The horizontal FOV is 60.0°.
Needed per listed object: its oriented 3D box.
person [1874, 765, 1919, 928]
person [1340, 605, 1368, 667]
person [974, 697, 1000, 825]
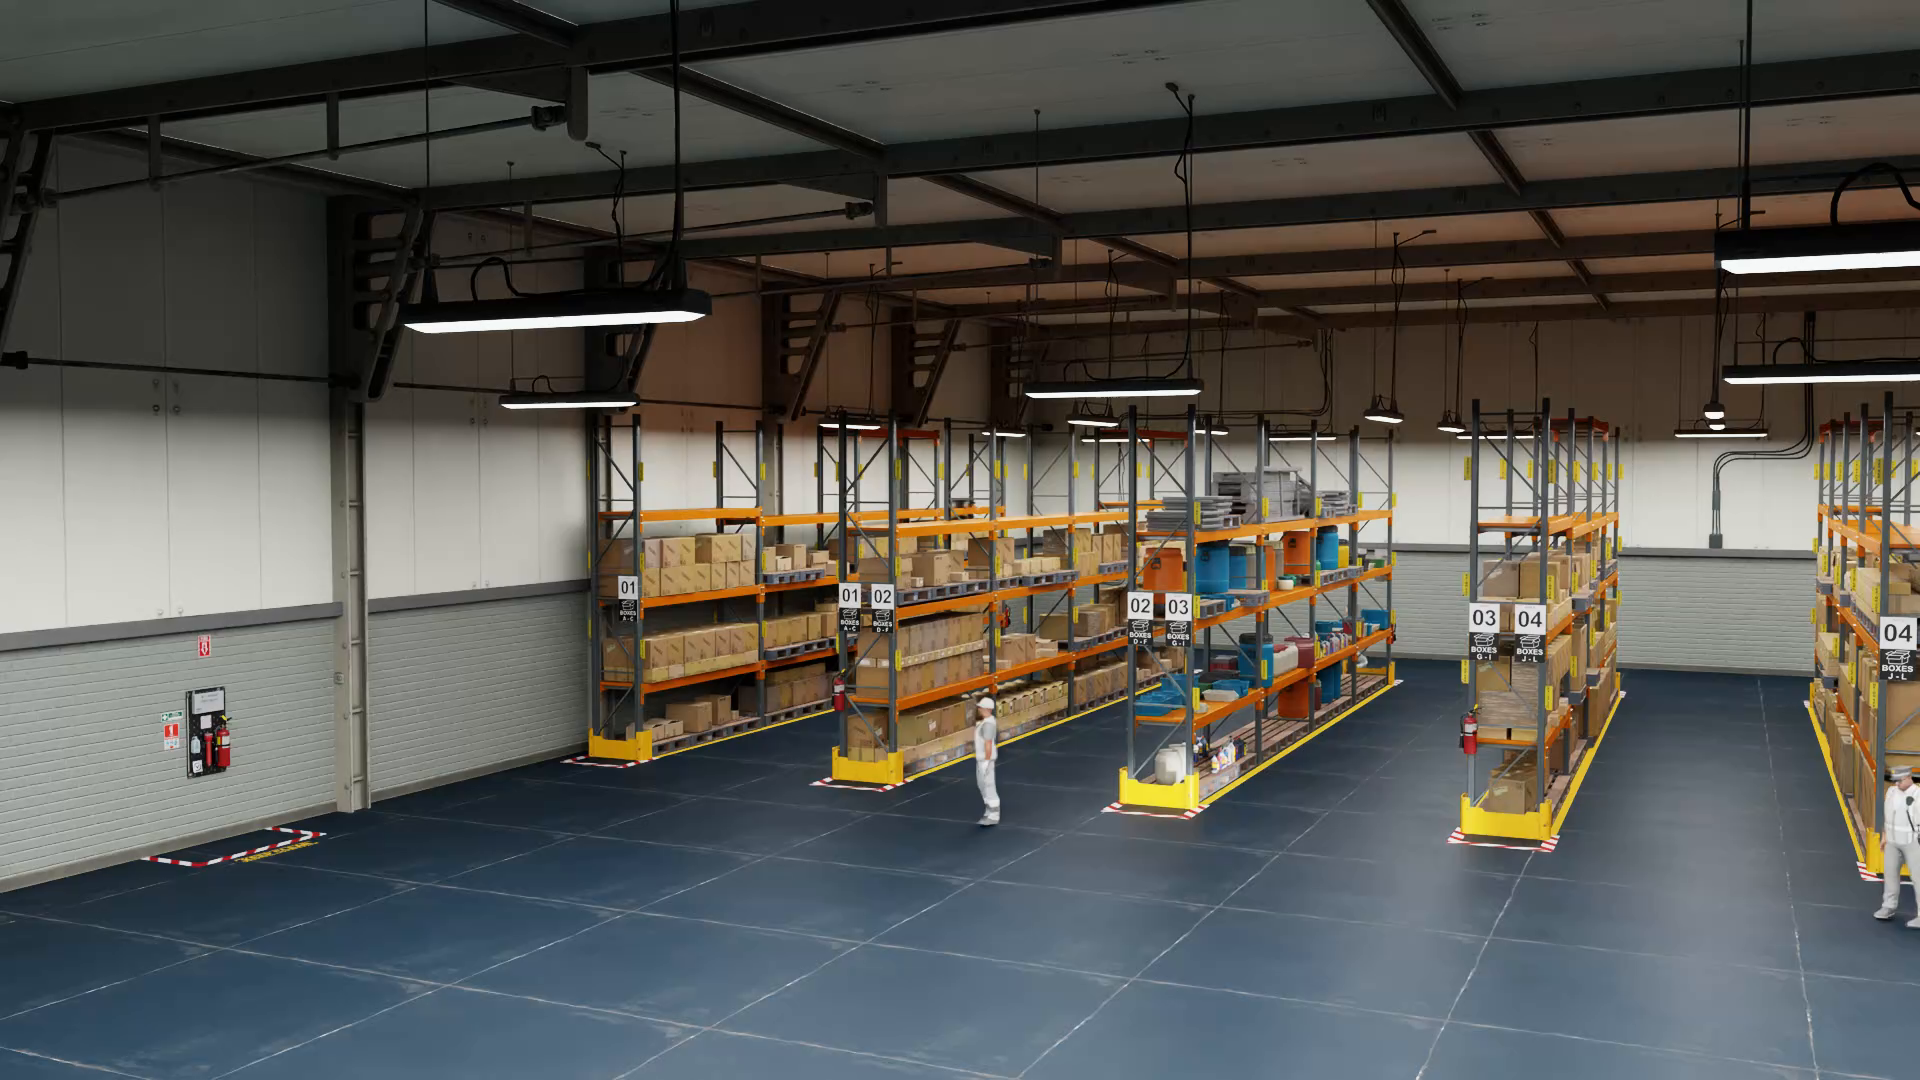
[{"bbox_3d":[10.480,3.365,18.477,0.452,1.744,0.605,-1,3,-22],"label":"person"},{"bbox_3d":[9.818,2.455,42.006,0.982,1.631,0.456,-1,2,-19],"label":"person"},{"bbox_3d":[0.374,3.139,23.579,0.360,1.822,0.677,0,2,-4],"label":"person"}]
